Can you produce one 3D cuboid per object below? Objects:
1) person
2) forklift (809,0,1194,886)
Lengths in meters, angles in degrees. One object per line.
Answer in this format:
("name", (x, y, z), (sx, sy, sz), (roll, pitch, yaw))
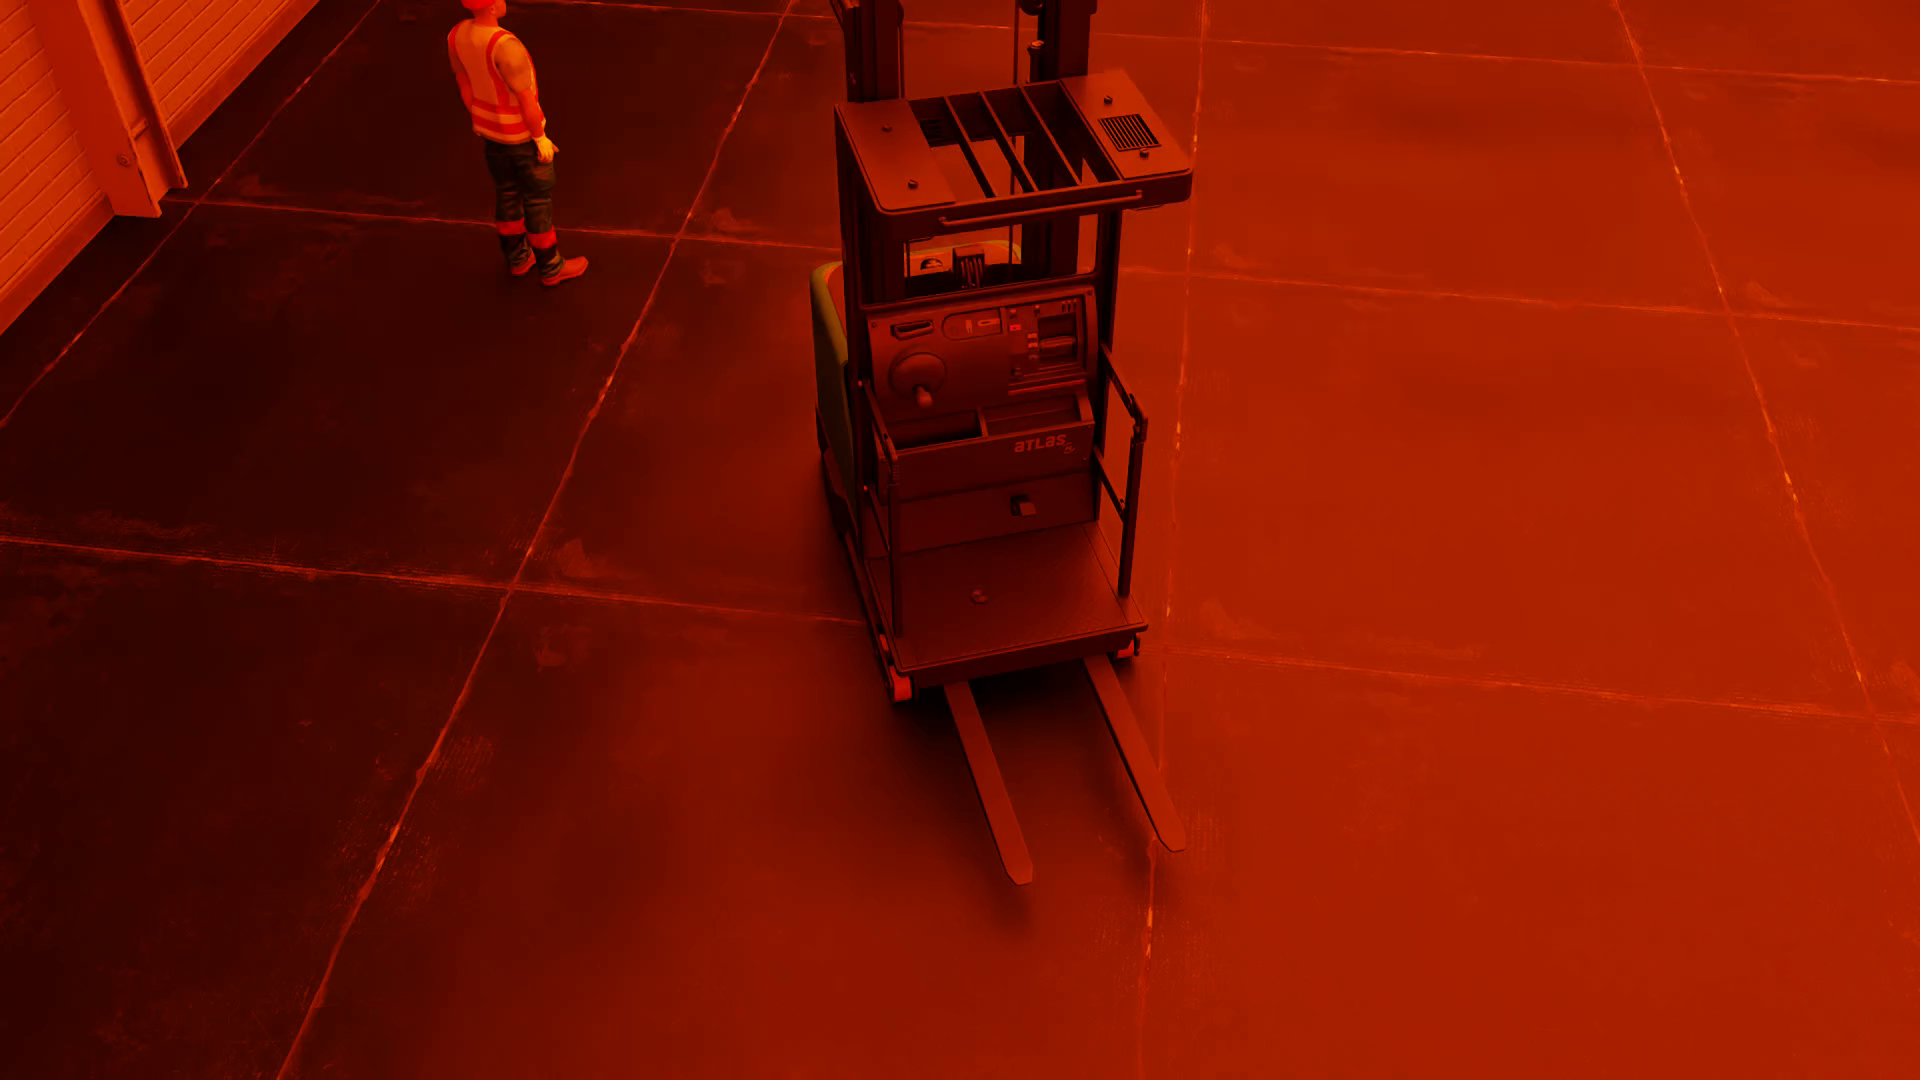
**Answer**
("person", (-2.409, -2.221, 8.984), (0.552, 1.795, 0.352), (24, 48, 24))
("forklift", (0.153, -0.681, 6.465), (1.130, 2.935, 3.031), (-10, 44, -11))
